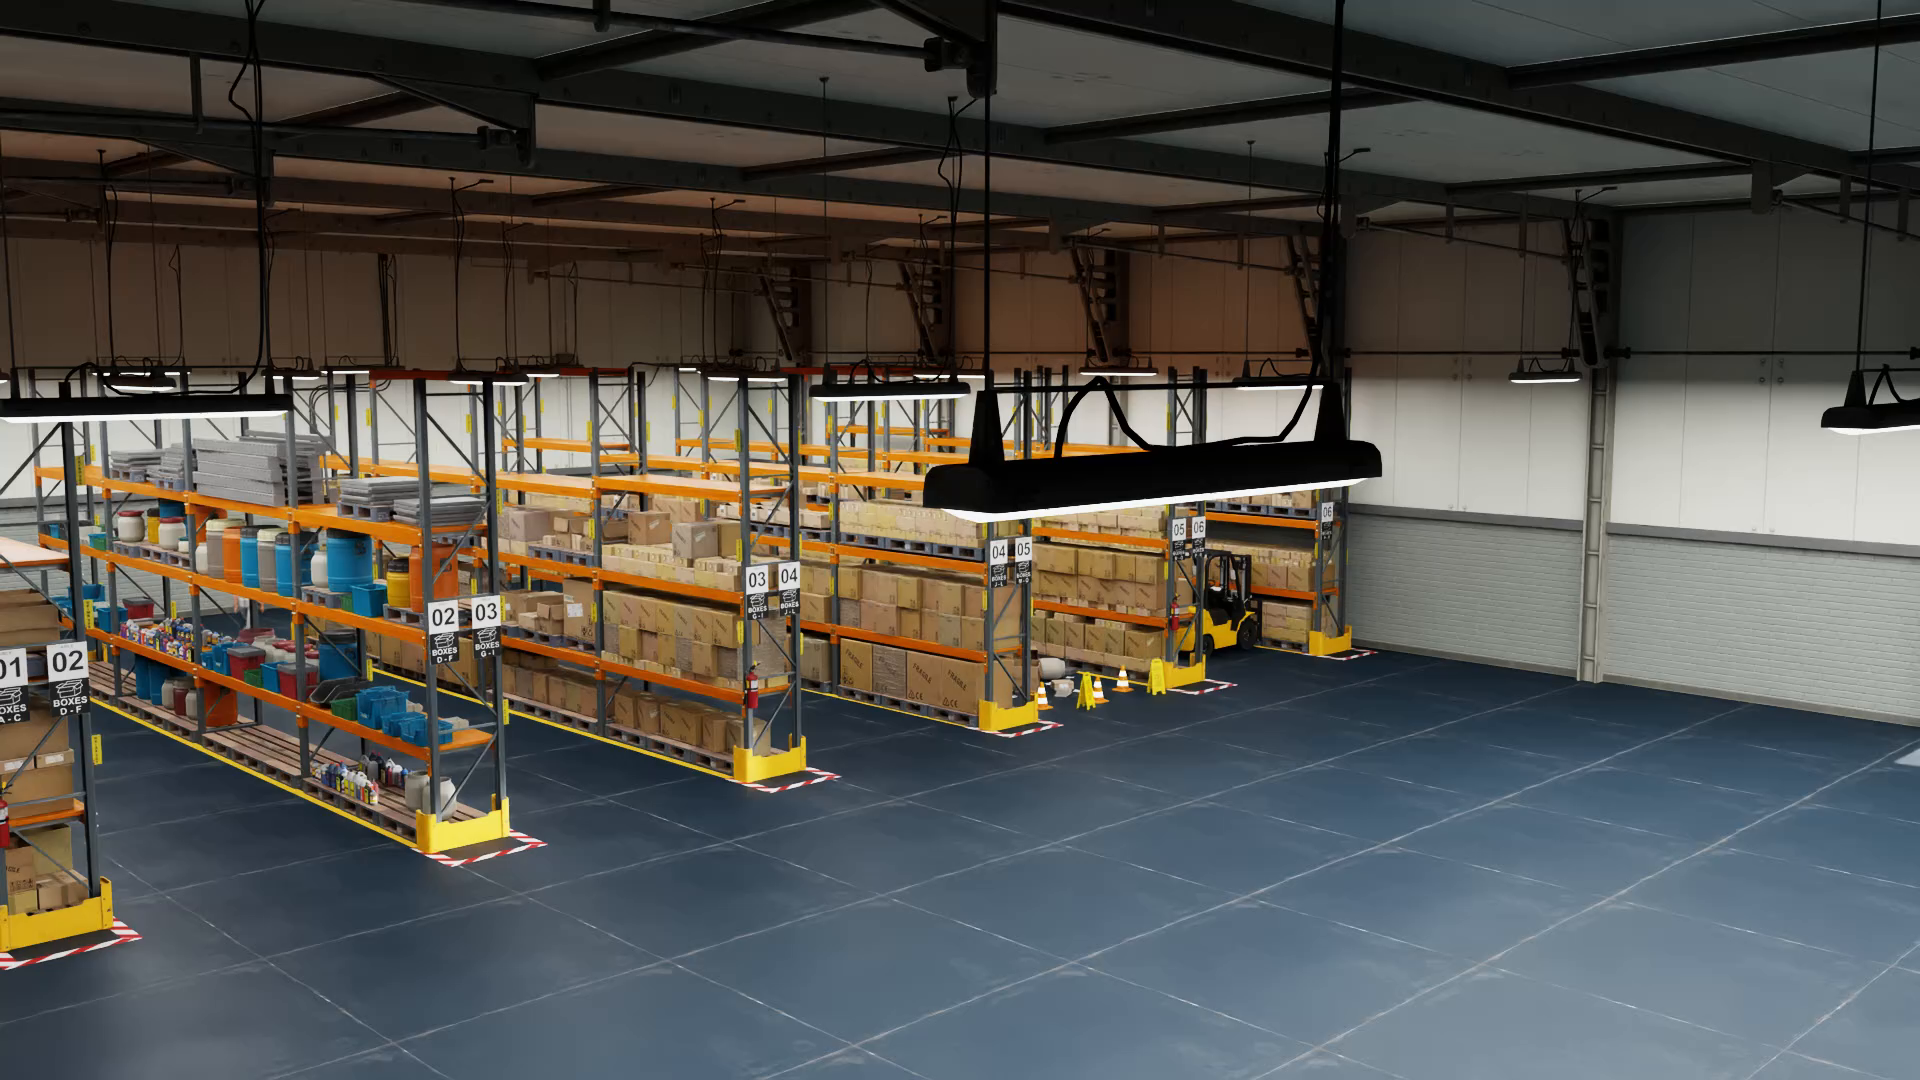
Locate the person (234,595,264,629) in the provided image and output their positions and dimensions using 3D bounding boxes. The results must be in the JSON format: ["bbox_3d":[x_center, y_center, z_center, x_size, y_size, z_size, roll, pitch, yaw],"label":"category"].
[{"bbox_3d":[-15.382,1.414,35.924,0.568,1.720,0.908,0,6,2],"label":"person"}]
